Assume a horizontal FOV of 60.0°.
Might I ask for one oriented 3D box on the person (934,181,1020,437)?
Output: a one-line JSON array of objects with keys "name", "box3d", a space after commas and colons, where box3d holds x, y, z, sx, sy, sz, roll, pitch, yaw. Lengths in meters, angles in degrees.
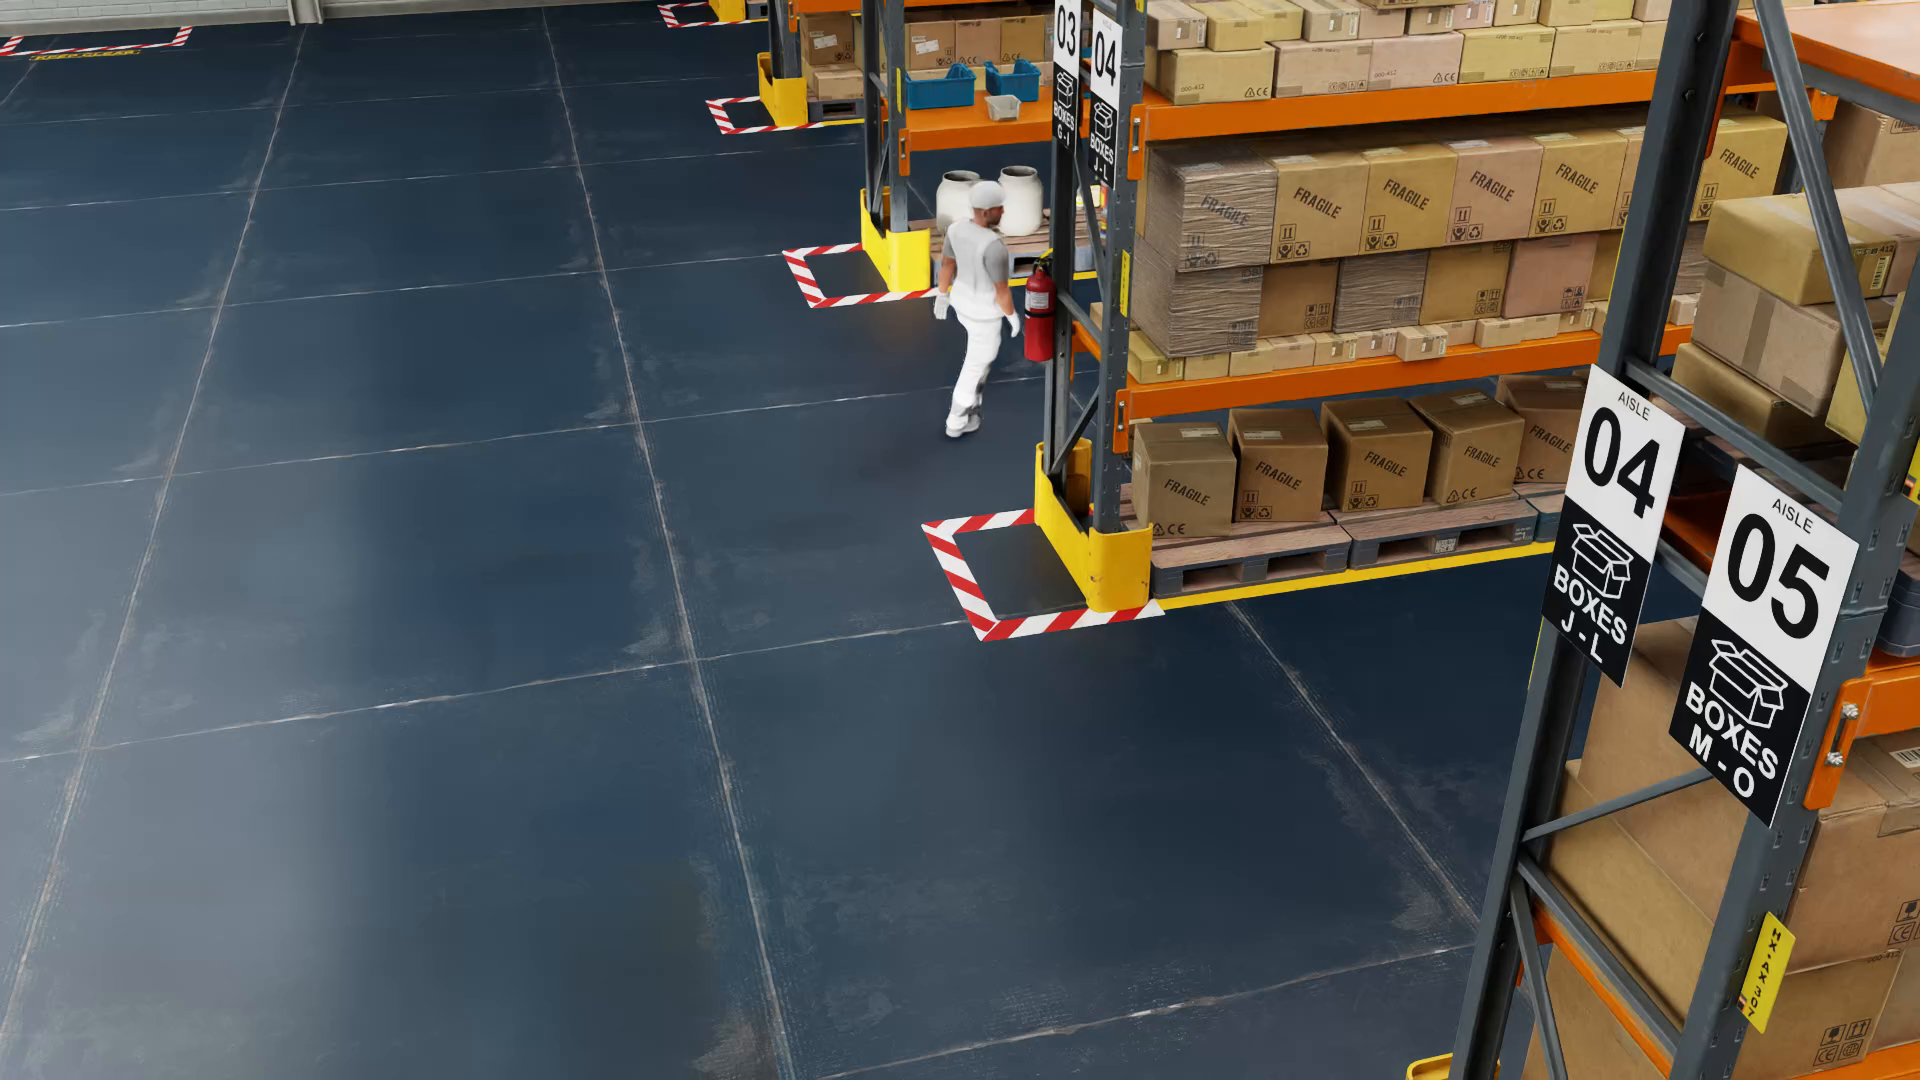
[{"name": "person", "box3d": [0.141, -1.469, 10.786, 0.465, 1.832, 0.641, -19, 35, -30]}]
